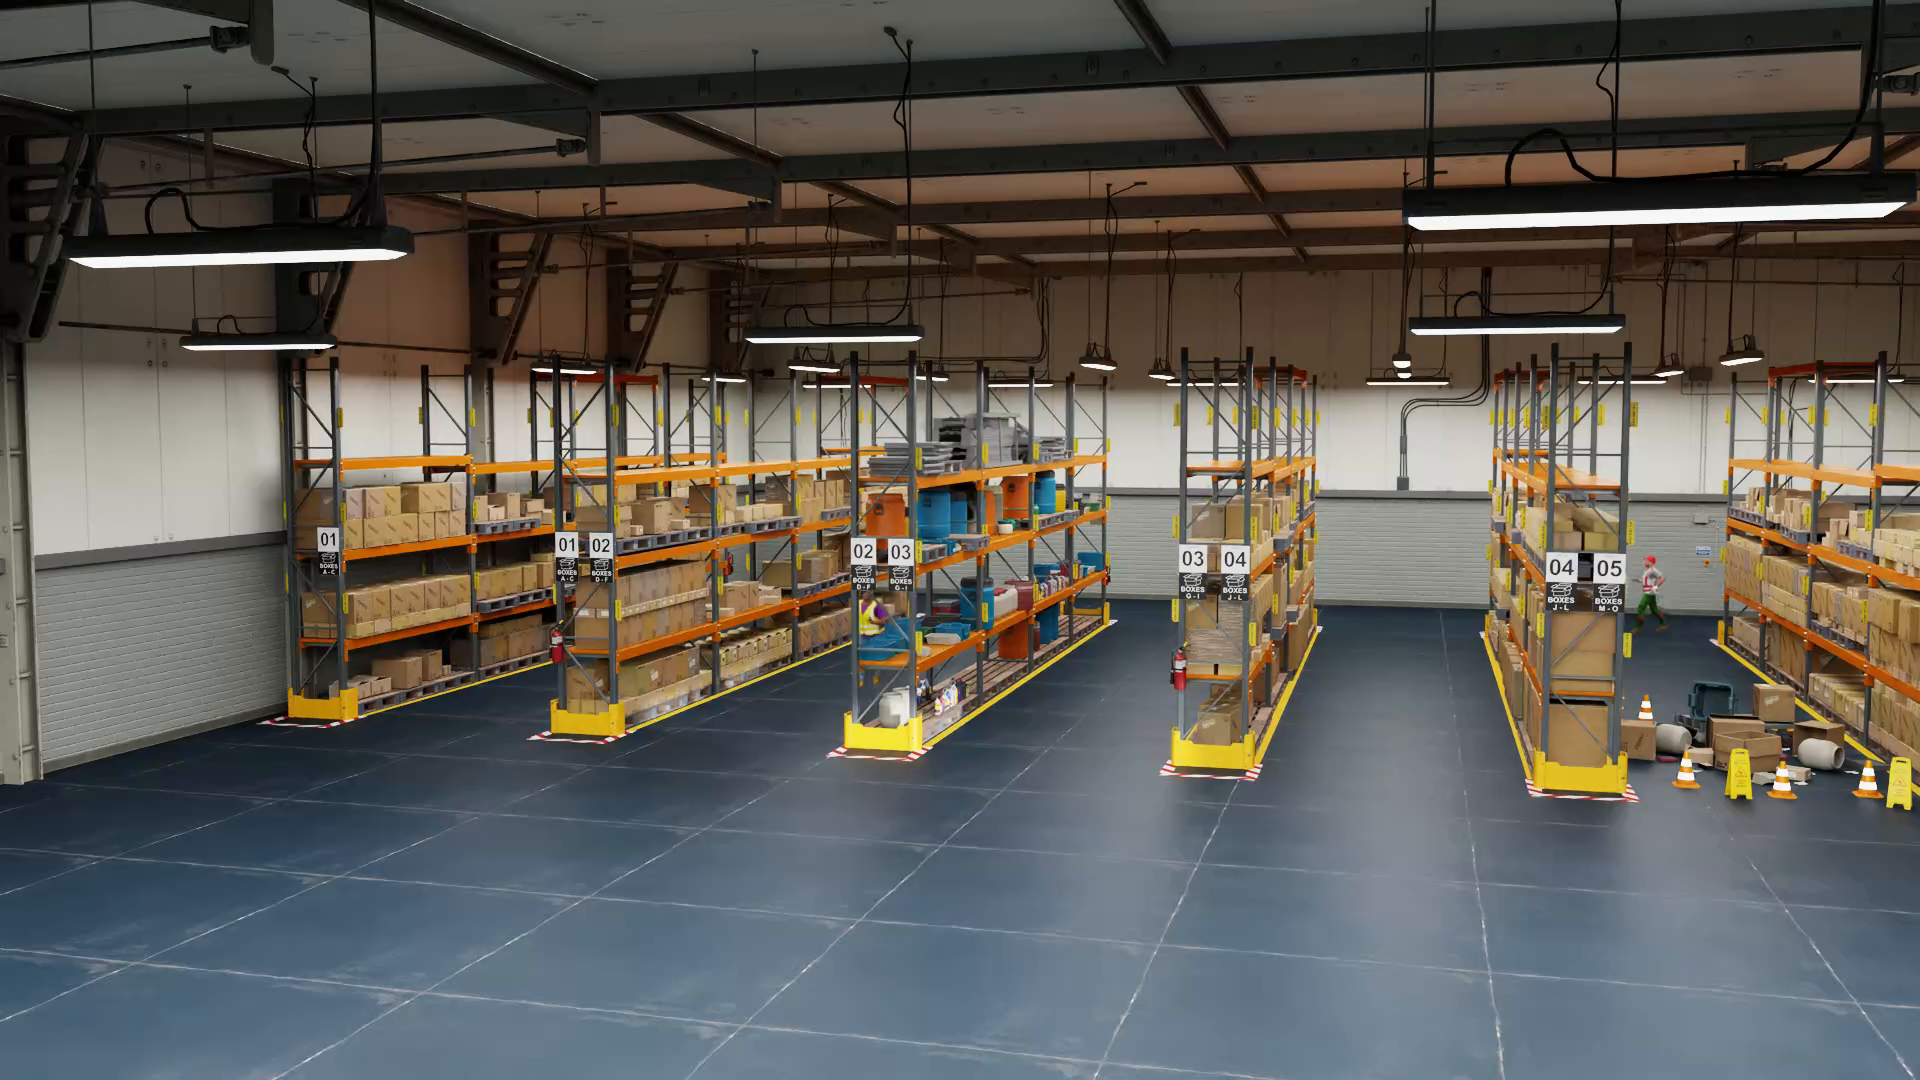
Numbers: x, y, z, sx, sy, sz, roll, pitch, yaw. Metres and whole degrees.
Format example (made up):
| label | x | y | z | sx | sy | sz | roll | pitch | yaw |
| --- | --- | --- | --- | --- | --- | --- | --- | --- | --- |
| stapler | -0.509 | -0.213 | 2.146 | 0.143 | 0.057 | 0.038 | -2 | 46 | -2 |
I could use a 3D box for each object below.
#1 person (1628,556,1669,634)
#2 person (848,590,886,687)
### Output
| label | x | y | z | sx | sy | sz | roll | pitch | yaw |
| --- | --- | --- | --- | --- | --- | --- | --- | --- | --- |
| person | 15.930 | 1.268 | 38.403 | 0.883 | 1.823 | 0.658 | 1 | 4 | 18 |
| person | -1.639 | 1.692 | 29.169 | 0.710 | 1.794 | 0.905 | 1 | 4 | 15 |
